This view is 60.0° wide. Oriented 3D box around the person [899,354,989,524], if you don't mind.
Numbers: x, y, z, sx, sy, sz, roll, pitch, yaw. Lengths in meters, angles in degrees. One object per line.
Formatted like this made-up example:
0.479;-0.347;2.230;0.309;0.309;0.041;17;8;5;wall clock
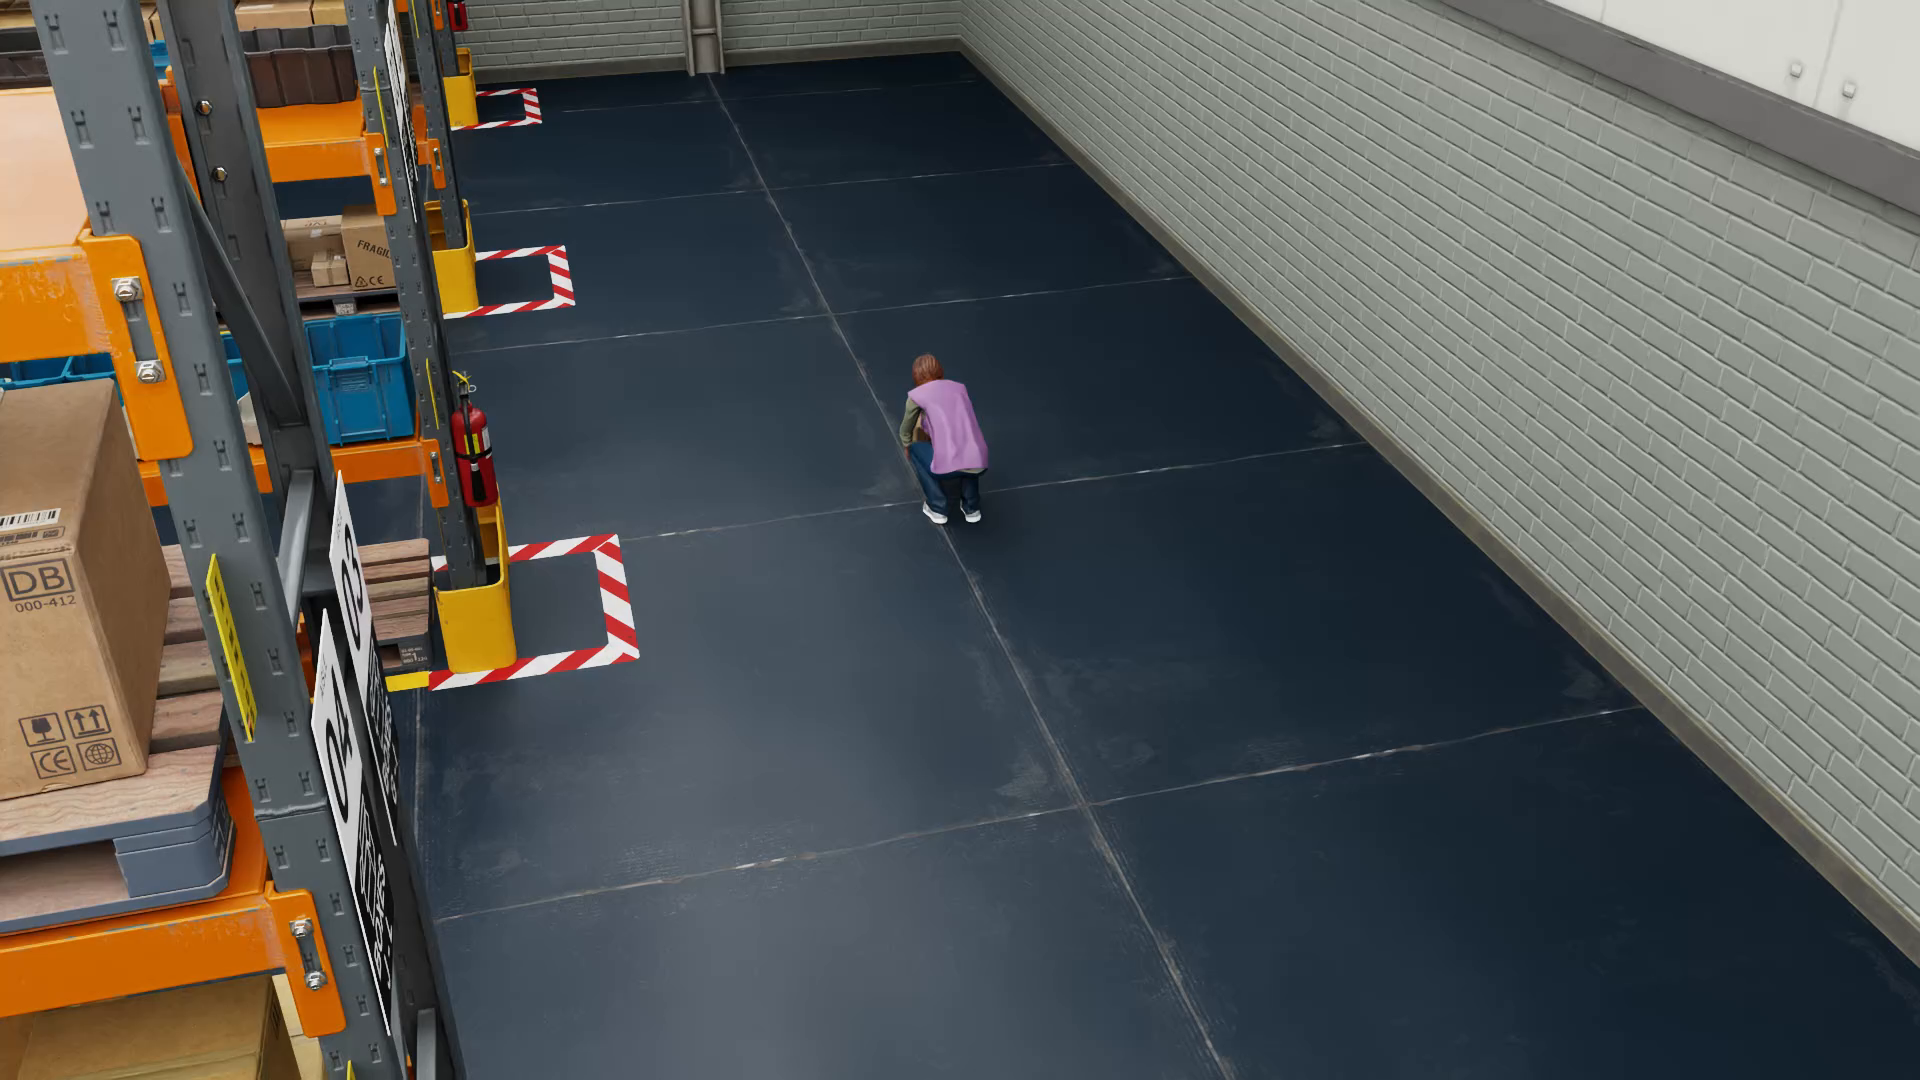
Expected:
-0.093;-0.581;9.895;0.445;0.909;0.809;-8;32;-13;person
